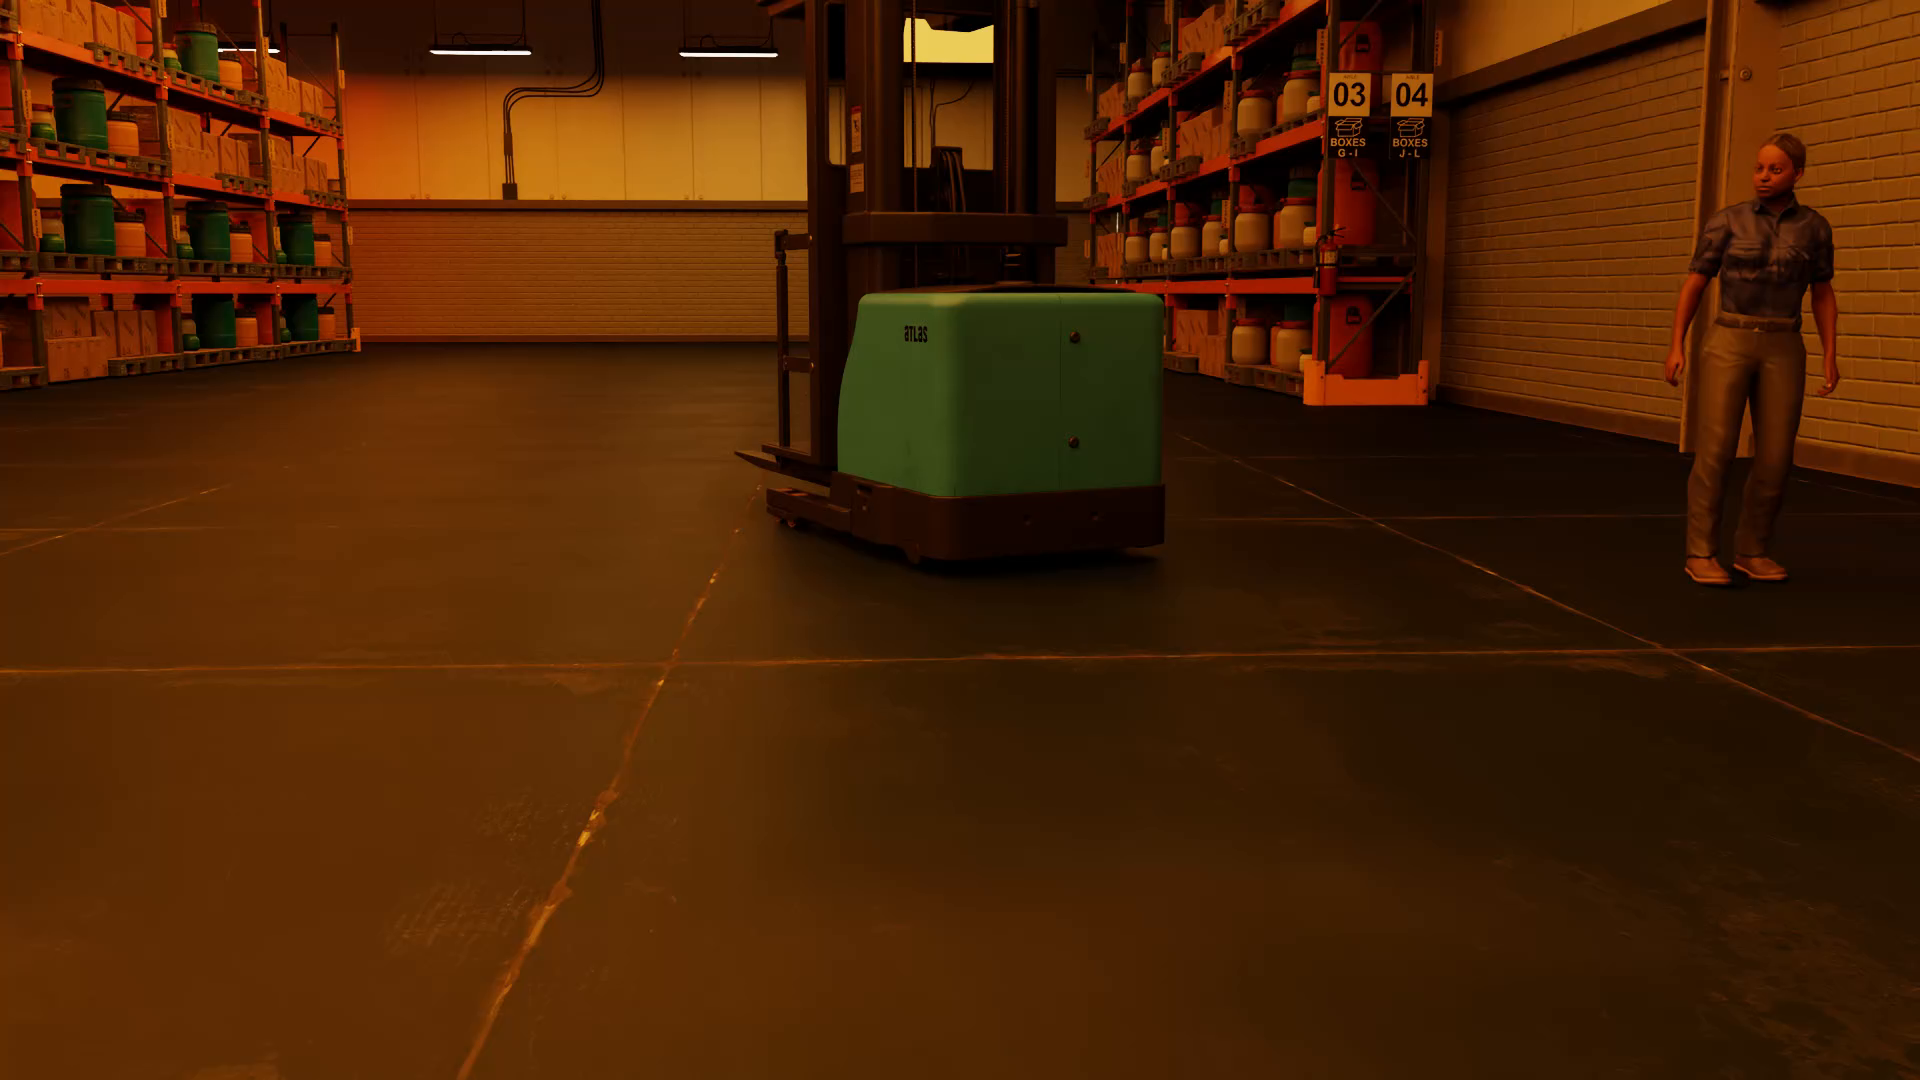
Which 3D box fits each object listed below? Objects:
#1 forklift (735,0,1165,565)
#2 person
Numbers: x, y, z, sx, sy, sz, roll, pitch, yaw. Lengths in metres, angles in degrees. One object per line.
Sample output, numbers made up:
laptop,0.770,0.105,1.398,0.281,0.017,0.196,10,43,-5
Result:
forklift,-0.264,-1.530,7.637,1.130,2.935,3.031,-4,9,-25
person,2.958,-0.661,6.188,0.607,1.641,0.410,1,9,8
